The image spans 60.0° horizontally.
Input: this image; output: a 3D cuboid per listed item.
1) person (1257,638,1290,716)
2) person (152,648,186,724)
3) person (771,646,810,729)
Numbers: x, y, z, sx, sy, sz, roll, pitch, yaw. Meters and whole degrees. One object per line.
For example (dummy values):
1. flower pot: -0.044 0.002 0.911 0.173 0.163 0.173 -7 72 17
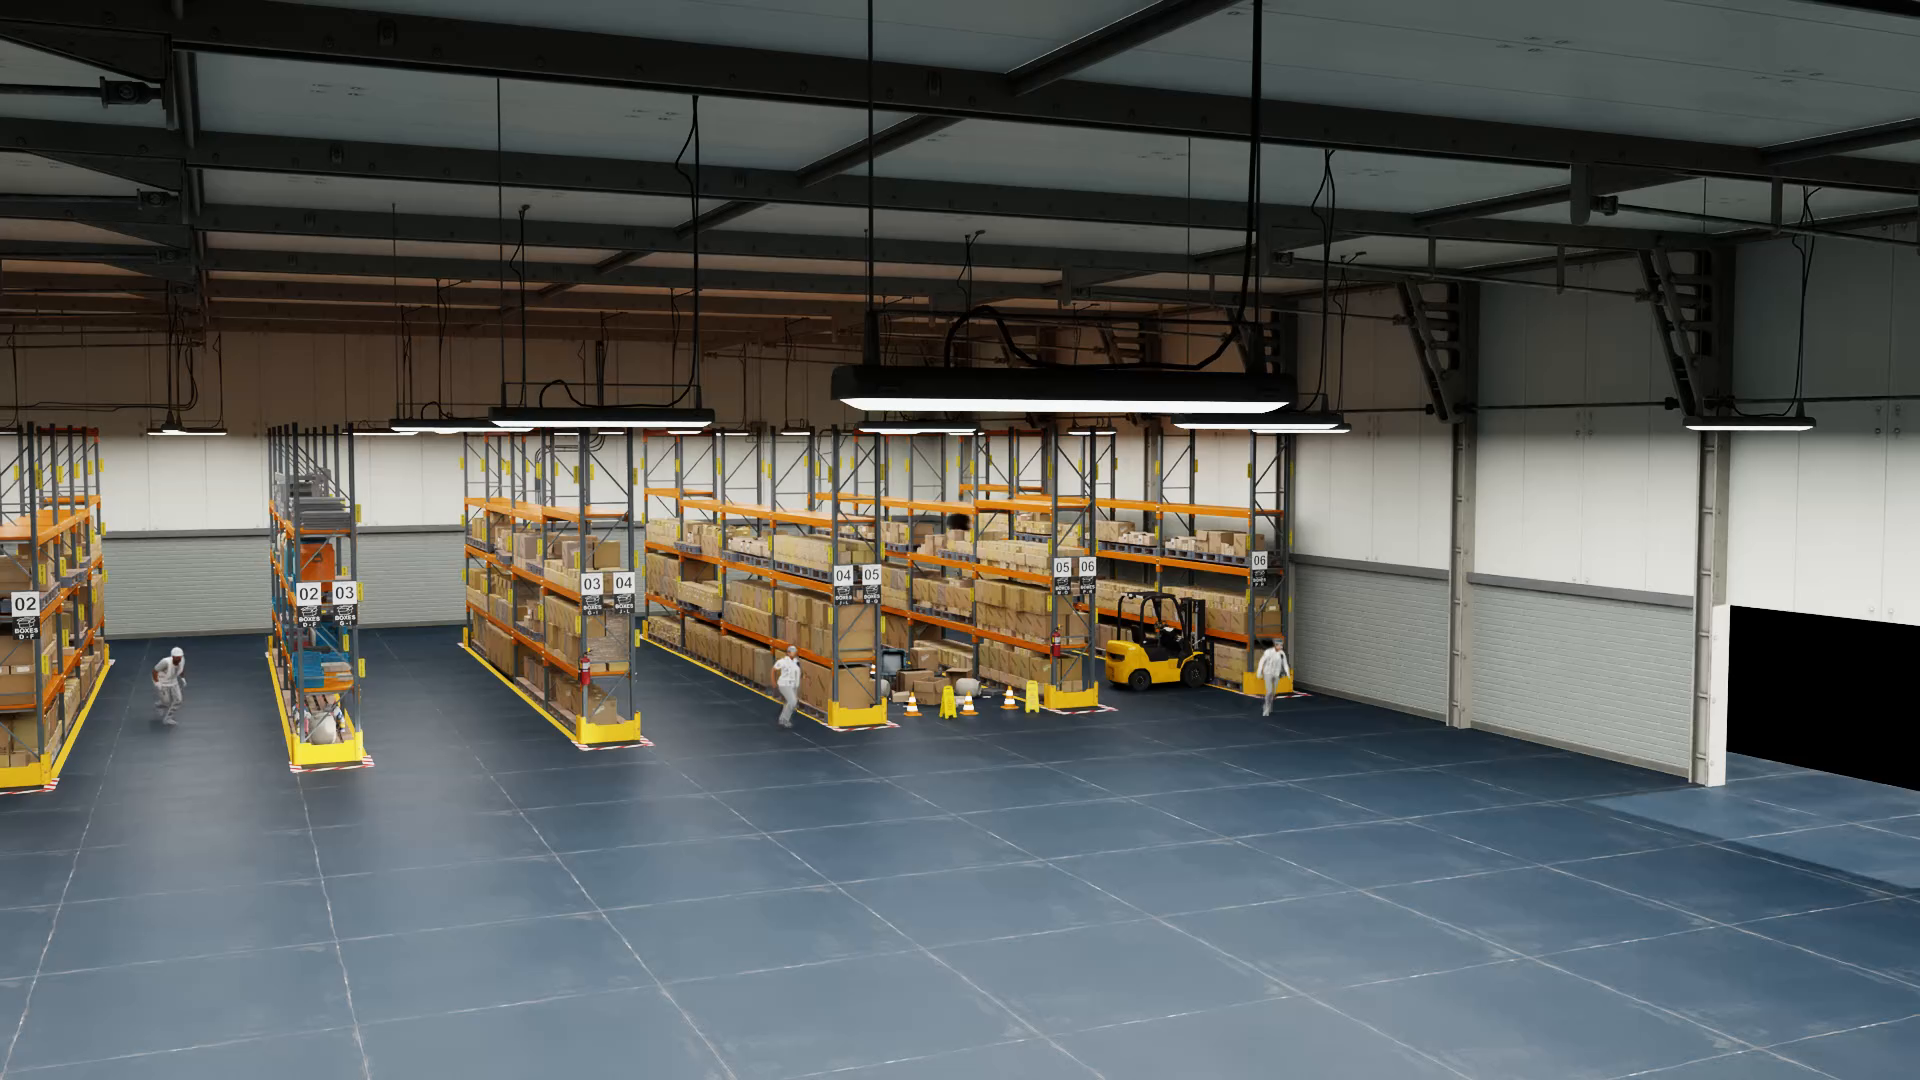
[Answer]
1. person: 6.492 2.821 34.505 0.594 1.621 0.709 -1 4 -17
2. person: -15.875 2.912 33.284 1.050 1.573 0.690 2 4 35
3. person: -3.353 2.907 32.855 0.751 1.651 0.598 3 4 38
